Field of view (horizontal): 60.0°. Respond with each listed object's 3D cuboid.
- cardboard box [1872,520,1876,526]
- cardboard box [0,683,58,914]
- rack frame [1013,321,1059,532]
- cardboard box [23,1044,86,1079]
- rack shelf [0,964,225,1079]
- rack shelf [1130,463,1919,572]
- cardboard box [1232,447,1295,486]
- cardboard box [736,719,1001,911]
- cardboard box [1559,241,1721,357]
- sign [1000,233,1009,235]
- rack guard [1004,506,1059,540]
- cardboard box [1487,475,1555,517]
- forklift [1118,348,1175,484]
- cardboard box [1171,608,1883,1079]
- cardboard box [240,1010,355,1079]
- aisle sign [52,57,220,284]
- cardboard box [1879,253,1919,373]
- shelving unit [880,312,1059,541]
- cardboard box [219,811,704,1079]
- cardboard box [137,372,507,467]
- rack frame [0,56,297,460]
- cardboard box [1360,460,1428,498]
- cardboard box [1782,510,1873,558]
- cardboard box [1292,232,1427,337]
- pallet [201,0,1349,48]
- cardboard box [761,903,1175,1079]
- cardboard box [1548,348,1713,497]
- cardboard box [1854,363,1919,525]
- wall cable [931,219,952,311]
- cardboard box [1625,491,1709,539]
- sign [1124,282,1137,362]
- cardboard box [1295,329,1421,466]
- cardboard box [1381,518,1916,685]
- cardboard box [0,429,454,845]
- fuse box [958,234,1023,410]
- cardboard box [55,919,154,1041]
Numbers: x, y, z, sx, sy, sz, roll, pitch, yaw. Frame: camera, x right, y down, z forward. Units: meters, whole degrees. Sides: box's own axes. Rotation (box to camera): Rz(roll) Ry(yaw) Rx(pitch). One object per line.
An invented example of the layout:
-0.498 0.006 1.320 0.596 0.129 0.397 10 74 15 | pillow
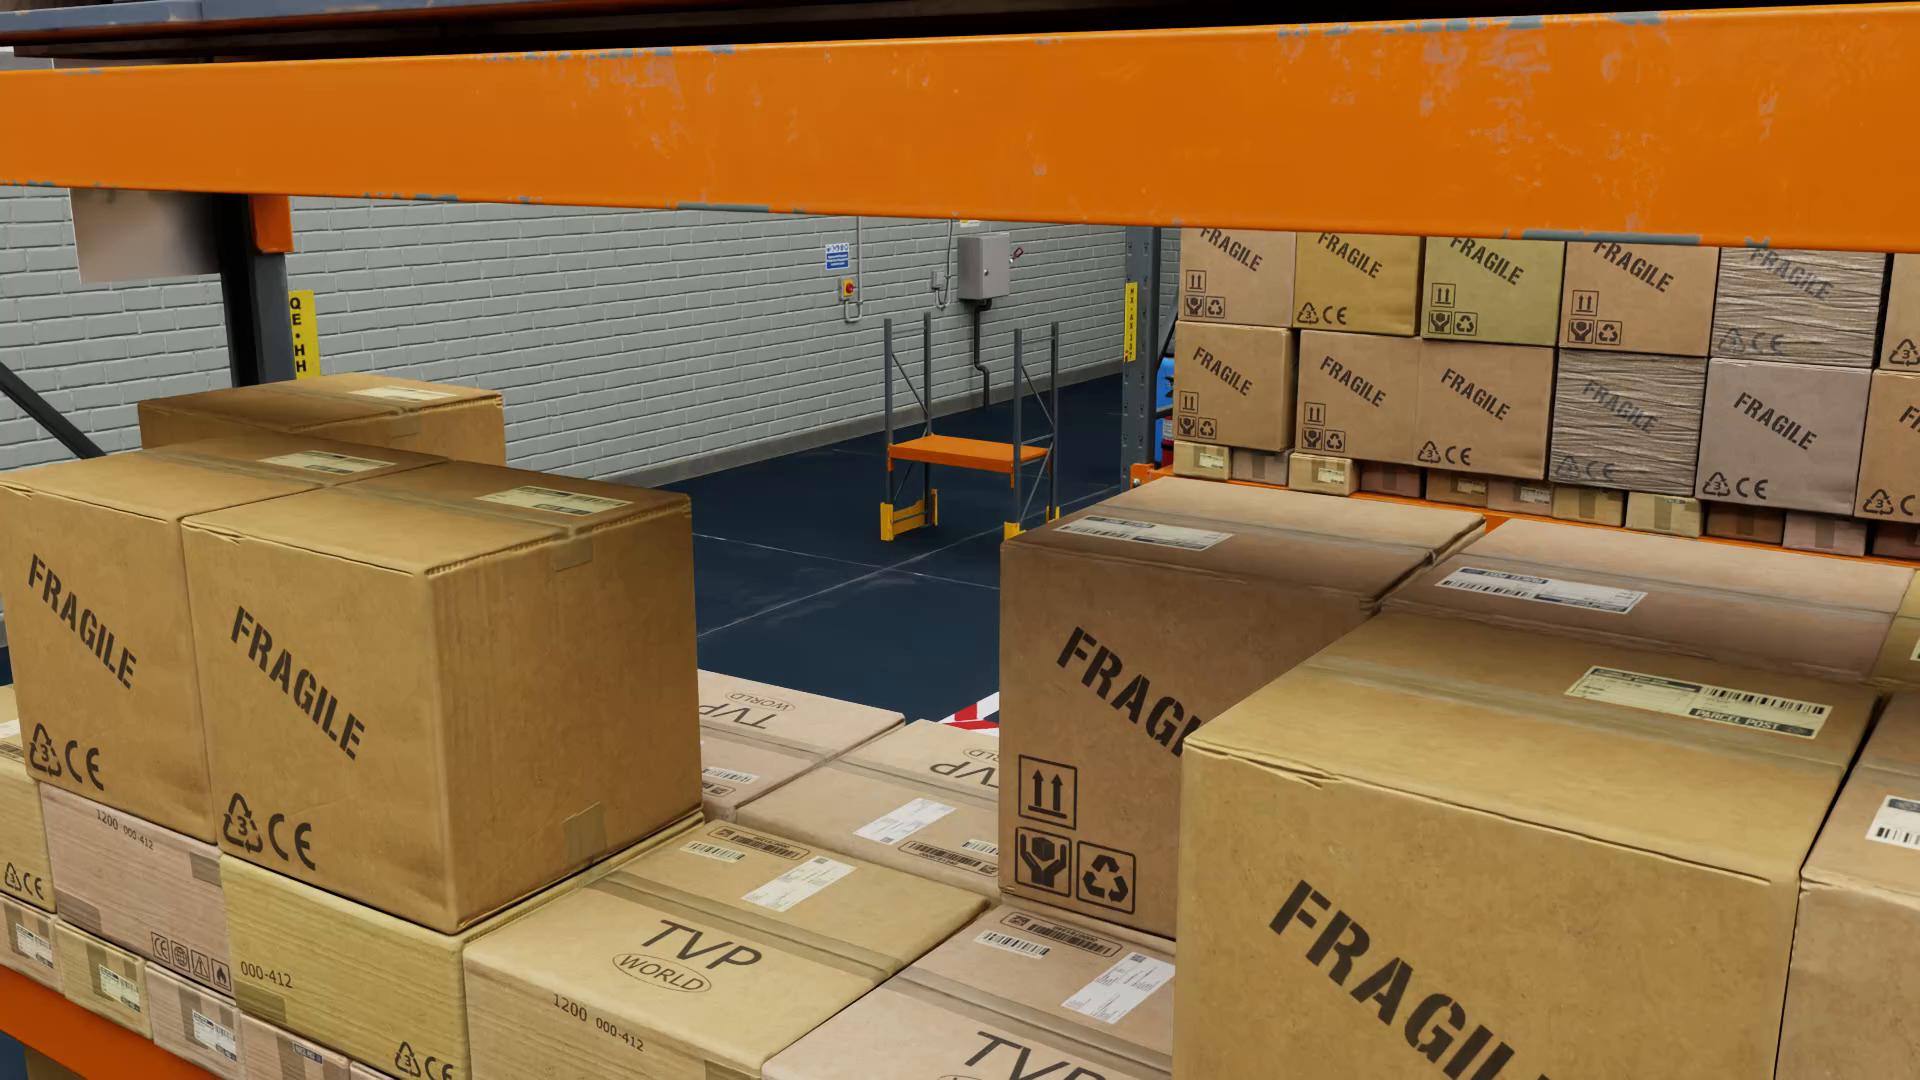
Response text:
3.385 -0.175 6.309 0.250 0.149 0.380 10 17 34 | cardboard box
-1.585 0.422 3.070 0.500 0.250 0.500 9 16 31 | cardboard box
0.493 -0.648 10.821 0.032 1.500 0.500 9 17 33 | rack frame
-1.257 1.273 3.487 0.875 0.875 0.875 9 17 33 | cardboard box
-0.173 0.993 2.568 4.000 0.370 1.077 9 17 33 | rack shelf
2.679 0.017 6.508 4.000 0.370 1.077 9 17 33 | rack shelf
1.340 -0.344 6.991 0.250 0.149 0.380 10 17 35 | cardboard box
-0.005 0.521 2.669 0.500 0.250 0.500 9 17 33 | cardboard box
2.510 -0.957 6.039 0.500 0.500 0.500 9 16 31 | cardboard box
0.404 -2.832 16.717 0.001 0.494 0.329 9 17 33 | sign
0.476 -0.044 10.982 0.087 0.250 0.587 9 17 33 | rack guard
2.225 -0.209 6.449 0.250 0.149 0.380 9 16 32 | cardboard box
2.695 -1.920 12.979 3.031 2.935 1.130 -11 17 -36 | forklift
0.542 0.400 1.598 0.500 0.500 0.500 9 17 33 | cardboard box
-0.868 0.748 2.582 0.250 0.149 0.380 9 16 32 | cardboard box
-1.725 -0.956 3.533 0.004 0.787 0.394 9 17 33 | aisle sign
3.366 -0.819 5.483 0.500 0.500 0.500 9 16 31 | cardboard box
0.063 -0.718 11.102 1.083 1.500 0.587 9 17 33 | shelving unit
-0.735 0.558 2.518 0.500 0.250 0.500 9 16 31 | cardboard box
-1.282 -0.047 3.405 0.500 0.500 0.500 9 17 33 | cardboard box
-1.831 0.375 3.568 0.053 2.616 0.949 9 17 33 | rack frame
1.825 -0.289 6.772 0.250 0.149 0.380 10 17 35 | cardboard box
3.066 -0.064 5.862 0.250 0.149 0.380 8 16 30 | cardboard box
1.666 -1.099 6.612 0.500 0.500 0.500 10 17 34 | cardboard box
-0.195 -0.777 2.161 1.213 0.211 1.003 9 17 33 | pallet
0.119 0.696 1.963 0.500 0.250 0.500 10 17 34 | cardboard box
2.522 -0.476 6.175 0.500 0.500 0.500 9 16 31 | cardboard box
3.349 -0.335 5.607 0.500 0.500 0.500 9 16 31 | cardboard box
-0.212 -3.130 15.610 0.122 1.984 0.588 9 17 33 | wall cable
2.634 -0.129 6.124 0.250 0.149 0.380 10 17 34 | cardboard box
0.717 -0.912 6.964 0.005 0.325 0.100 9 17 33 | sign
1.696 -0.611 6.722 0.500 0.500 0.500 9 17 33 | cardboard box
0.828 0.293 2.028 0.500 0.500 0.500 9 17 33 | cardboard box
-1.170 0.125 2.709 0.500 0.500 0.500 9 16 31 | cardboard box
0.300 -2.126 16.351 0.414 1.711 0.539 9 17 33 | fuse box
-1.296 0.679 2.861 0.250 0.149 0.380 9 16 31 | cardboard box
